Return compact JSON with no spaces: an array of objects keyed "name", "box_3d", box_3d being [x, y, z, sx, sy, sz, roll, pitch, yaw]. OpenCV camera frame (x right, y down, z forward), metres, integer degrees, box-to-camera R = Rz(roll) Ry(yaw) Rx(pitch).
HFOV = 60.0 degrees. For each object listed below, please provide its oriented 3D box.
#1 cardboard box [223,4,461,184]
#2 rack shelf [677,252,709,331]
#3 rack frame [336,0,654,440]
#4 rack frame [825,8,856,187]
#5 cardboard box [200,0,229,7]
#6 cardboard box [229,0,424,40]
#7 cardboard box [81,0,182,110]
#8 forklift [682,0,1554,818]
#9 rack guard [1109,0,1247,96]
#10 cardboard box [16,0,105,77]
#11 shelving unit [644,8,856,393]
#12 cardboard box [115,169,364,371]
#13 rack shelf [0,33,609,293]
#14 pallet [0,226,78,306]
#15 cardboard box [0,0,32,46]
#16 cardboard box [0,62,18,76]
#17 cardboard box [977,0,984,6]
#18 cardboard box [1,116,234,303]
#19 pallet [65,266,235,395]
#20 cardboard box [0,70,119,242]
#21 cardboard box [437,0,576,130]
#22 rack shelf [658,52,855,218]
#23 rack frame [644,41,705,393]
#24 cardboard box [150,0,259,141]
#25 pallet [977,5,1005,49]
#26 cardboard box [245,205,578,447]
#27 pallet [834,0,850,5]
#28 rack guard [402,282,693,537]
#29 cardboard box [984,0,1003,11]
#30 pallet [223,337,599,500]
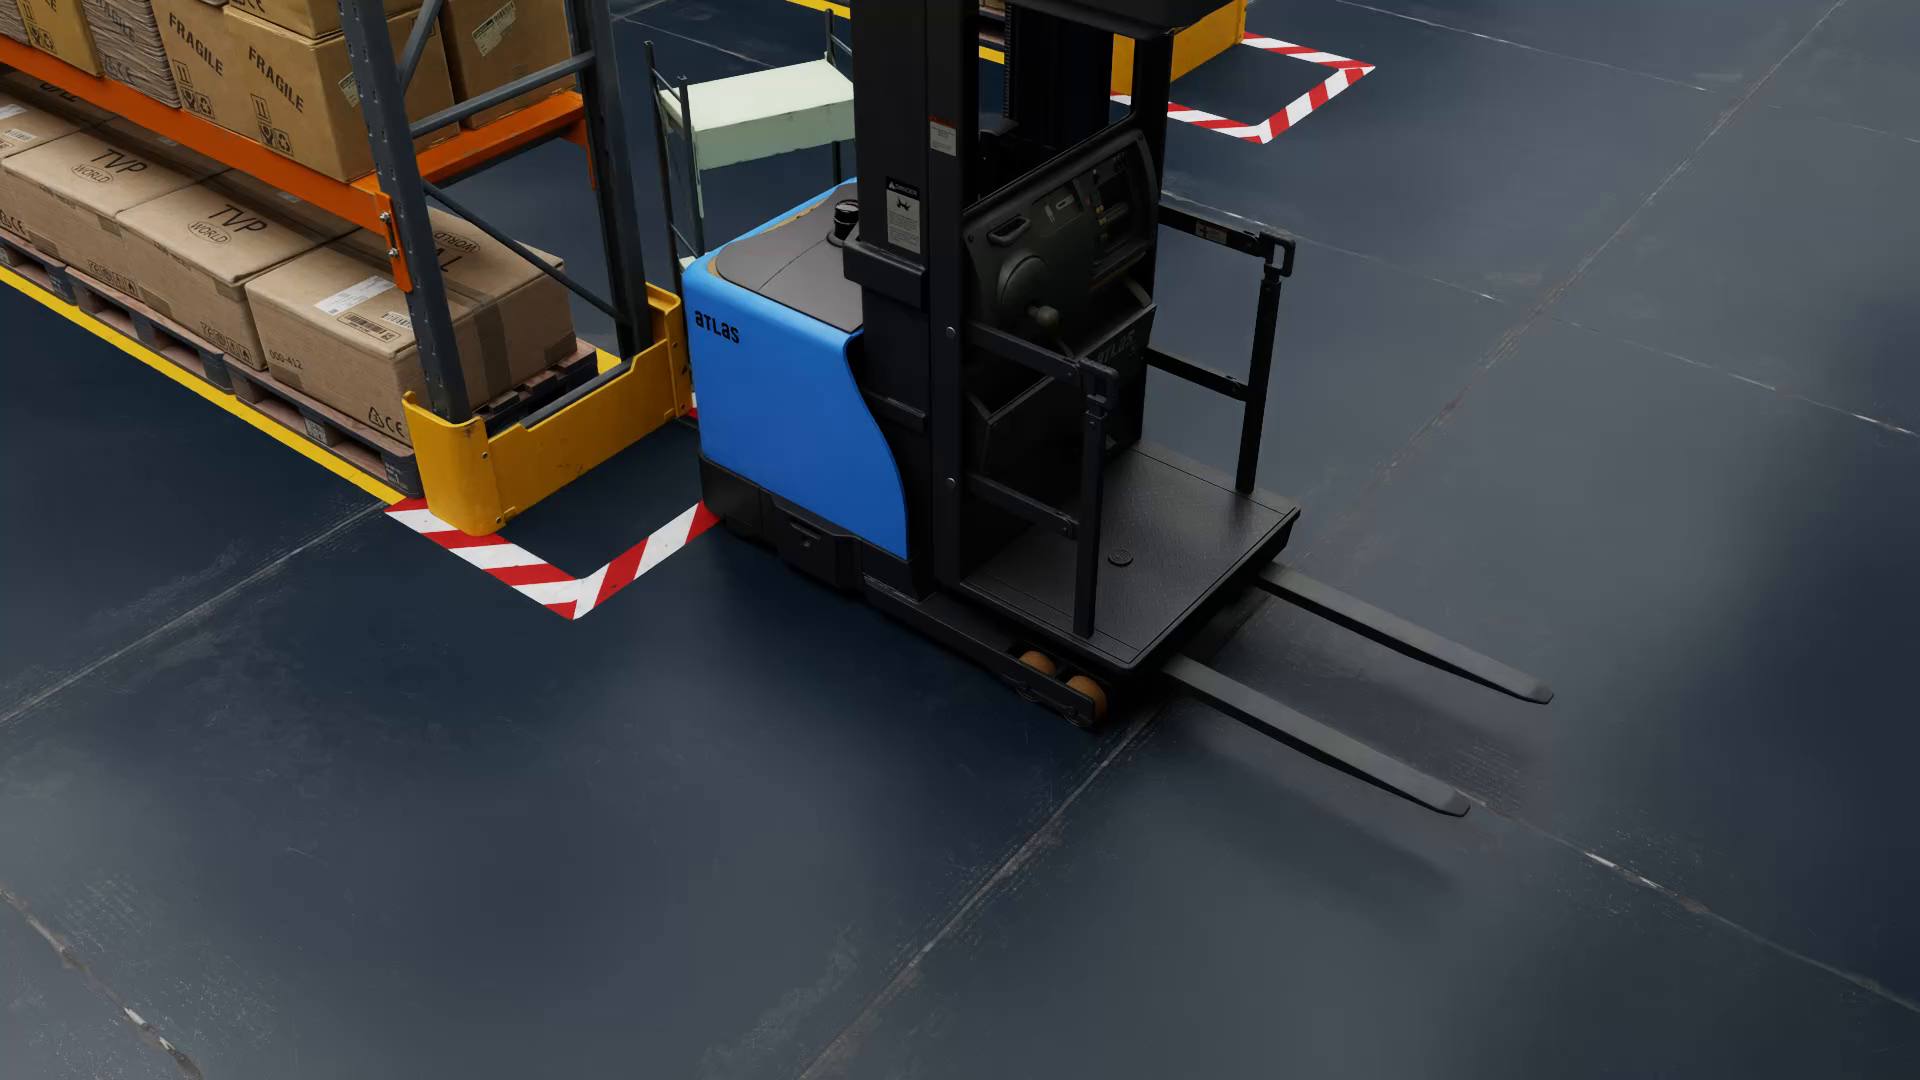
[{"name":"cardboard box","box_3d":[-2.147,-1.626,5.813,0.500,0.500,0.500,26,45,29]},{"name":"rack shelf","box_3d":[-0.748,-1.003,6.843,0.720,0.370,0.431,-18,41,-21]},{"name":"rack frame","box_3d":[-1.603,-1.536,5.778,0.127,3.000,1.000,25,45,29]},{"name":"rack frame","box_3d":[-0.423,-1.363,6.775,0.023,1.500,0.400,-18,41,-21]},{"name":"cardboard box","box_3d":[-2.563,-2.214,5.753,0.500,0.500,0.500,25,45,29]},{"name":"cardboard box","box_3d":[-2.130,-2.033,5.521,0.500,0.500,0.500,27,45,30]},{"name":"cardboard box","box_3d":[-2.951,-2.009,6.302,0.500,0.500,0.500,27,45,30]},{"name":"forklift","box_3d":[0.492,-0.912,5.038,3.031,2.935,1.130,26,45,29]},{"name":"rack guard","box_3d":[1.264,-3.042,9.729,0.348,0.500,1.175,25,45,29]},{"name":"cardboard box","box_3d":[-3.369,-2.196,6.541,0.500,0.500,0.500,27,45,30]},{"name":"shelving unit","box_3d":[-0.748,-1.260,6.642,0.755,1.500,0.431,-18,41,-21]},{"name":"cardboard box","box_3d":[-2.920,-1.229,7.124,0.875,0.438,0.875,27,45,30]},{"name":"rack shelf","box_3d":[-3.191,-2.001,6.957,4.000,0.370,1.077,25,45,29]},{"name":"pallet","box_3d":[-4.224,-1.613,8.139,1.213,0.211,1.003,25,45,29]},{"name":"cardboard box","box_3d":[-3.778,-2.389,6.787,0.500,0.500,0.500,26,45,29]},{"name":"cardboard box","box_3d":[-5.321,-2.556,8.464,0.875,0.875,0.875,27,45,30]},{"name":"cardboard box","box_3d":[0.152,-3.409,10.143,0.250,0.149,0.380,26,45,29]},{"name":"cardboard box","box_3d":[-3.635,-1.568,7.557,0.875,0.438,0.875,24,44,27]},{"name":"pallet","box_3d":[-3.250,-1.156,7.555,1.213,0.211,1.003,25,45,29]},{"name":"cardboard box","box_3d":[-4.346,-1.903,7.985,0.875,0.438,0.875,25,44,28]},{"name":"cardboard box","box_3d":[-1.810,-1.895,6.157,0.500,0.500,0.500,25,44,28]},{"name":"rack shelf","box_3d":[-0.748,-1.567,6.402,0.720,0.370,0.431,-18,41,-21]},{"name":"rack frame","box_3d":[-1.073,-1.156,6.510,0.023,1.500,0.400,-18,41,-21]},{"name":"cardboard box","box_3d":[-2.536,-1.821,6.062,0.500,0.500,0.500,24,44,28]},{"name":"pallet","box_3d":[0.640,-3.249,10.229,1.213,0.211,1.003,25,45,29]},{"name":"cardboard box","box_3d":[-2.188,-0.890,6.692,0.875,0.438,0.875,24,44,27]},{"name":"pallet","box_3d":[-0.325,-3.707,10.813,1.213,0.211,1.003,25,45,29]},{"name":"rack guard","box_3d":[-1.584,-0.542,6.537,0.348,0.500,1.175,25,45,29]},{"name":"cardboard box","box_3d":[0.356,-3.323,10.033,0.250,0.149,0.380,25,44,28]},{"name":"pallet","box_3d":[-2.285,-0.699,6.971,1.213,0.211,1.003,25,45,29]}]
